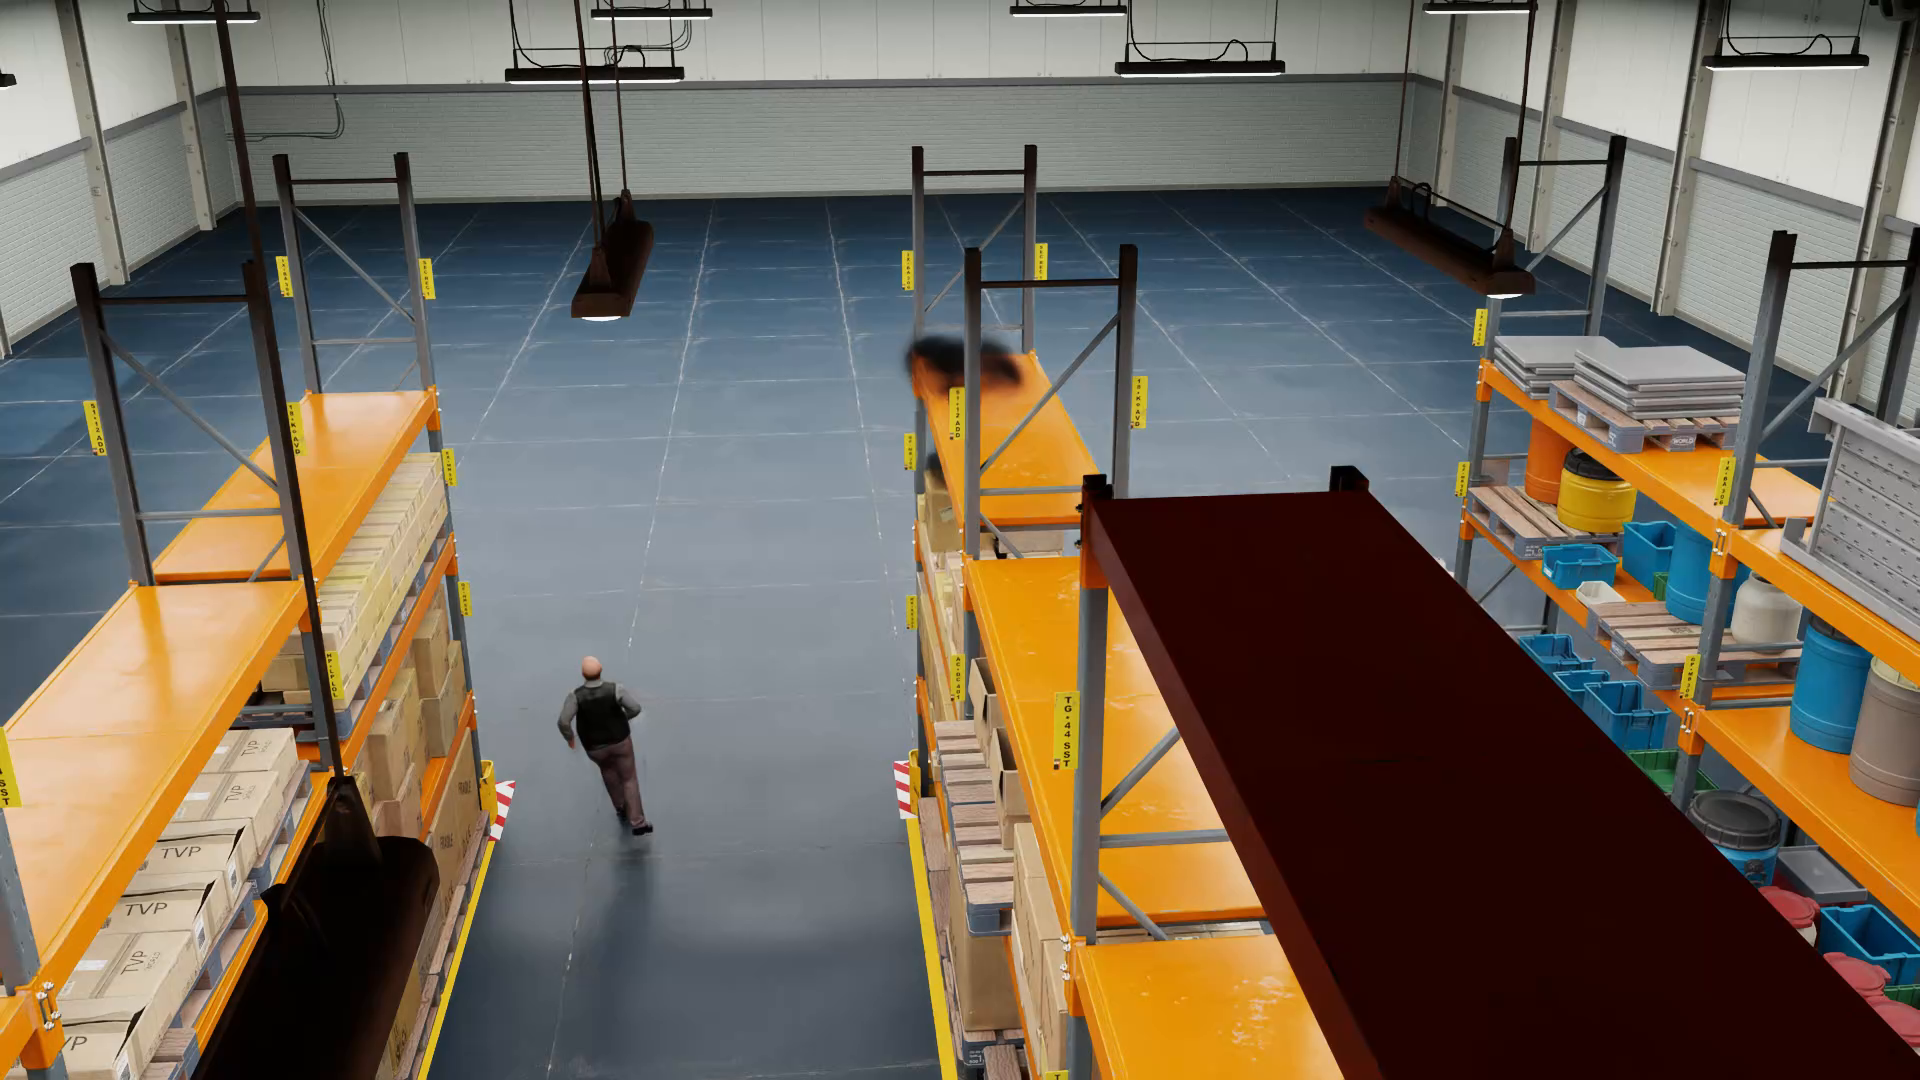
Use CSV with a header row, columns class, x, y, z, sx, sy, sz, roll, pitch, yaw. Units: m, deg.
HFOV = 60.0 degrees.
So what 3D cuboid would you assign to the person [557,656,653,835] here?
class,x,y,z,sx,sy,sz,roll,pitch,yaw
person,-3.152,1.815,14.759,0.743,1.738,0.845,-3,22,-8
